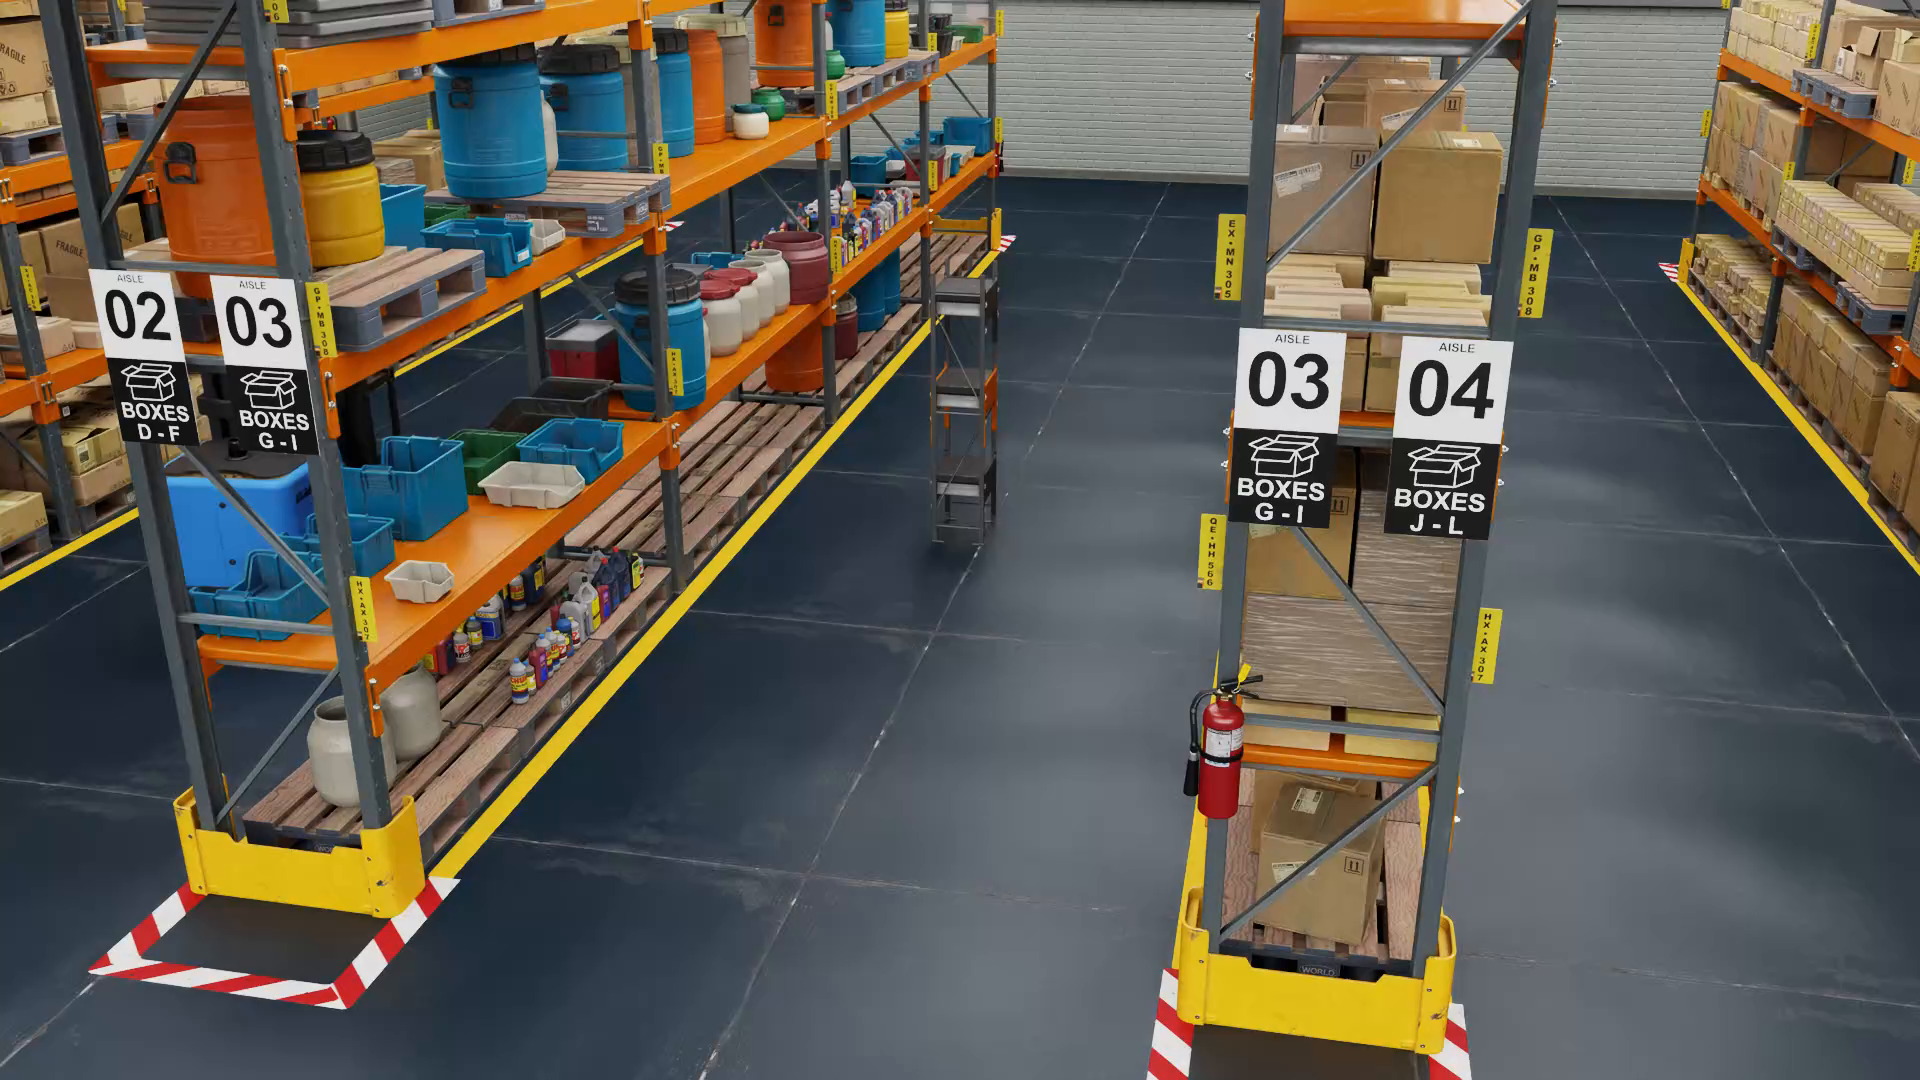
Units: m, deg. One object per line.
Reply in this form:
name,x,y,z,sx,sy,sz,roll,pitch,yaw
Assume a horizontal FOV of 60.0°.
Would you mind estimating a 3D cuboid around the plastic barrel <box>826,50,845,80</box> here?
plastic barrel,-1.215,-4.405,15.406,0.294,0.245,0.294,0,22,0

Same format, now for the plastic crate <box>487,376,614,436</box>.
plastic crate,-2.704,-0.847,11.025,0.767,0.338,0.504,4,22,11

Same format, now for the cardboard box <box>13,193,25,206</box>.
cardboard box,-10.758,-3.833,18.665,0.380,0.149,0.250,5,22,11

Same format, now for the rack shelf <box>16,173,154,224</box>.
rack shelf,-10.946,-3.673,18.922,1.077,0.370,4.000,4,22,11

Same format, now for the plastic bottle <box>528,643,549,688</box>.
plastic bottle,-2.549,0.741,10.047,0.061,0.283,0.133,5,22,12

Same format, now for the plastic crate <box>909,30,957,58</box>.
plastic crate,-0.318,-5.748,19.269,0.497,0.269,0.590,4,22,11

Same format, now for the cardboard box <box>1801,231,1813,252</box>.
cardboard box,8.104,-2.782,15.521,0.380,0.149,0.250,3,22,9

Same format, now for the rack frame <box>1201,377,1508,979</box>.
rack frame,1.560,0.783,6.895,1.000,3.000,0.127,4,22,11

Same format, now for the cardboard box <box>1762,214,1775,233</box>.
cardboard box,8.619,-3.299,17.366,0.380,0.149,0.250,4,22,9

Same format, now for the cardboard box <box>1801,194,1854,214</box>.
cardboard box,8.154,-3.149,15.635,0.380,0.149,0.250,4,22,10

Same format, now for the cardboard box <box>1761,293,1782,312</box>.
cardboard box,8.662,-2.489,17.476,0.380,0.149,0.250,5,22,12

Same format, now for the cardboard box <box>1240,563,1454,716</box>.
cardboard box,1.699,0.399,7.315,0.875,0.500,0.500,4,22,11

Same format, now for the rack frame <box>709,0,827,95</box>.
rack frame,-1.656,-5.303,13.976,1.000,3.000,0.127,4,22,11

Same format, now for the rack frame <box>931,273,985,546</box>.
rack frame,-0.016,-0.945,12.390,0.400,2.100,0.015,4,22,11

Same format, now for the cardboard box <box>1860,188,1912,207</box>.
cardboard box,8.899,-3.285,15.973,0.380,0.149,0.250,4,22,9

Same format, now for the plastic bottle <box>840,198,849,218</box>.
plastic bottle,-1.256,-3.614,18.079,0.097,0.201,0.097,0,22,0

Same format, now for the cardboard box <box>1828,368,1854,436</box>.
cardboard box,8.016,-1.213,14.635,0.500,0.500,0.500,5,23,13

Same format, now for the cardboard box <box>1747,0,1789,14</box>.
cardboard box,9.124,-6.017,18.761,0.380,0.149,0.250,5,22,12

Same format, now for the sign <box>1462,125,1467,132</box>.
sign,2.909,-2.273,9.774,0.100,0.325,0.005,4,22,11

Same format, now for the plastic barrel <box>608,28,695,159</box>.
plastic barrel,-2.314,-3.362,12.501,0.600,0.901,0.708,4,22,11

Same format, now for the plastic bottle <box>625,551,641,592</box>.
plastic bottle,-2.247,0.199,11.390,0.061,0.283,0.133,6,23,14

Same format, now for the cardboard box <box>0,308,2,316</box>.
cardboard box,-7.166,-1.668,11.978,0.380,0.149,0.250,4,22,11

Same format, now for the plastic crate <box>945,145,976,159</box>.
plastic crate,-0.013,-5.040,21.625,0.396,0.136,0.243,4,22,11

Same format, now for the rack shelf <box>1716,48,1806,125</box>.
rack shelf,9.252,-4.980,18.151,1.077,0.370,4.000,4,22,11

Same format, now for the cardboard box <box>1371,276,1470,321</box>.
cardboard box,1.921,-0.996,6.964,0.380,0.149,0.250,4,22,10

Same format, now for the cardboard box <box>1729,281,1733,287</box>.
cardboard box,9.093,-3.008,19.162,0.380,0.149,0.250,6,23,14

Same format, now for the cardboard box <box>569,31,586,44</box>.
cardboard box,-5.039,-6.392,20.894,0.500,0.250,0.500,4,22,11

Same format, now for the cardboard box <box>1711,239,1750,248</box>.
cardboard box,9.282,-3.526,20.052,0.380,0.149,0.250,5,22,12

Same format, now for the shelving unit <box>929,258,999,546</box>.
shelving unit,0.034,-1.035,12.612,0.431,2.100,0.503,4,22,11

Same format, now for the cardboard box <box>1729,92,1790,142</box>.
cardboard box,9.084,-4.784,18.847,0.500,0.500,0.500,4,22,10

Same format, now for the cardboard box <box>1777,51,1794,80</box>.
cardboard box,8.793,-4.894,17.177,0.500,0.250,0.500,4,22,11

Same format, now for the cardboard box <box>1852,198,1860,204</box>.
cardboard box,8.956,-3.246,16.275,0.380,0.149,0.250,5,23,13

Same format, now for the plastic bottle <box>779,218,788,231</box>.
plastic bottle,-1.758,-3.065,16.604,0.061,0.283,0.133,4,22,11

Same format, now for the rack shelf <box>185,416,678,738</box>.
rack shelf,-2.880,0.008,9.783,1.077,0.370,4.000,4,22,11

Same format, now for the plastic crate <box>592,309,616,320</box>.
plastic crate,-2.552,-1.477,12.528,0.392,0.384,0.575,4,22,11

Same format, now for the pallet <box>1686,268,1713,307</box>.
pallet,9.444,-3.038,20.114,1.003,0.211,1.213,4,22,11

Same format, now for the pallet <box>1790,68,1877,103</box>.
pallet,8.614,-4.277,15.695,1.213,0.211,1.003,4,22,11

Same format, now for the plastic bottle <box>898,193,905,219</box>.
plastic bottle,-0.678,-3.623,18.001,0.152,0.276,0.135,4,22,11

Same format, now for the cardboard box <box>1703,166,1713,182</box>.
cardboard box,9.273,-4.444,20.208,0.380,0.149,0.250,4,22,10

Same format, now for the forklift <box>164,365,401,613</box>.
forklift,-4.789,-1.311,12.185,1.130,2.935,3.031,2,22,5

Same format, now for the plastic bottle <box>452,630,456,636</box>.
plastic bottle,-3.236,0.619,10.359,0.152,0.276,0.135,4,22,9

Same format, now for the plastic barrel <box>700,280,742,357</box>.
plastic barrel,-1.913,-1.722,12.932,0.433,0.535,0.433,0,22,0

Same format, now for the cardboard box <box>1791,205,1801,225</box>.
cardboard box,8.210,-3.109,15.933,0.380,0.149,0.250,5,22,12

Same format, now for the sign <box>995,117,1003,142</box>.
sign,0.518,-5.486,22.241,0.100,0.325,0.005,4,22,11

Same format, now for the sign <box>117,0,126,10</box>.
sign,-10.005,-6.478,19.795,0.100,0.325,0.005,4,22,11

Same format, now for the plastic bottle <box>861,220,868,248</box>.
plastic bottle,-0.965,-3.057,16.601,0.097,0.271,0.097,0,22,0

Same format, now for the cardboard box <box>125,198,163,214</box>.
cardboard box,-10.509,-4.303,21.437,0.380,0.149,0.250,4,22,11

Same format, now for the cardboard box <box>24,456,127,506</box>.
cardboard box,-6.996,-0.485,13.160,0.500,0.250,0.500,4,22,10

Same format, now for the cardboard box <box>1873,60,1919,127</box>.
cardboard box,8.091,-3.760,14.026,0.500,0.500,0.500,4,22,11

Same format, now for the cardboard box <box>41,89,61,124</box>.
cardboard box,-7.076,-3.379,12.851,0.500,0.250,0.500,2,22,6

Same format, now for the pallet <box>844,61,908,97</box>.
pallet,-1.133,-4.578,16.443,1.003,0.211,1.213,4,22,11

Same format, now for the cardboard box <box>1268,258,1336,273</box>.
cardboard box,1.456,-1.138,7.315,0.380,0.149,0.250,5,22,11

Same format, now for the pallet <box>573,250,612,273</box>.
pallet,-5.300,-3.767,21.926,1.003,0.211,1.213,4,22,11

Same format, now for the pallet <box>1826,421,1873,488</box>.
pallet,8.189,-0.720,14.359,1.003,0.211,1.213,4,22,11

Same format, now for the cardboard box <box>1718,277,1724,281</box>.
cardboard box,9.104,-2.980,19.491,0.380,0.149,0.250,5,22,11
